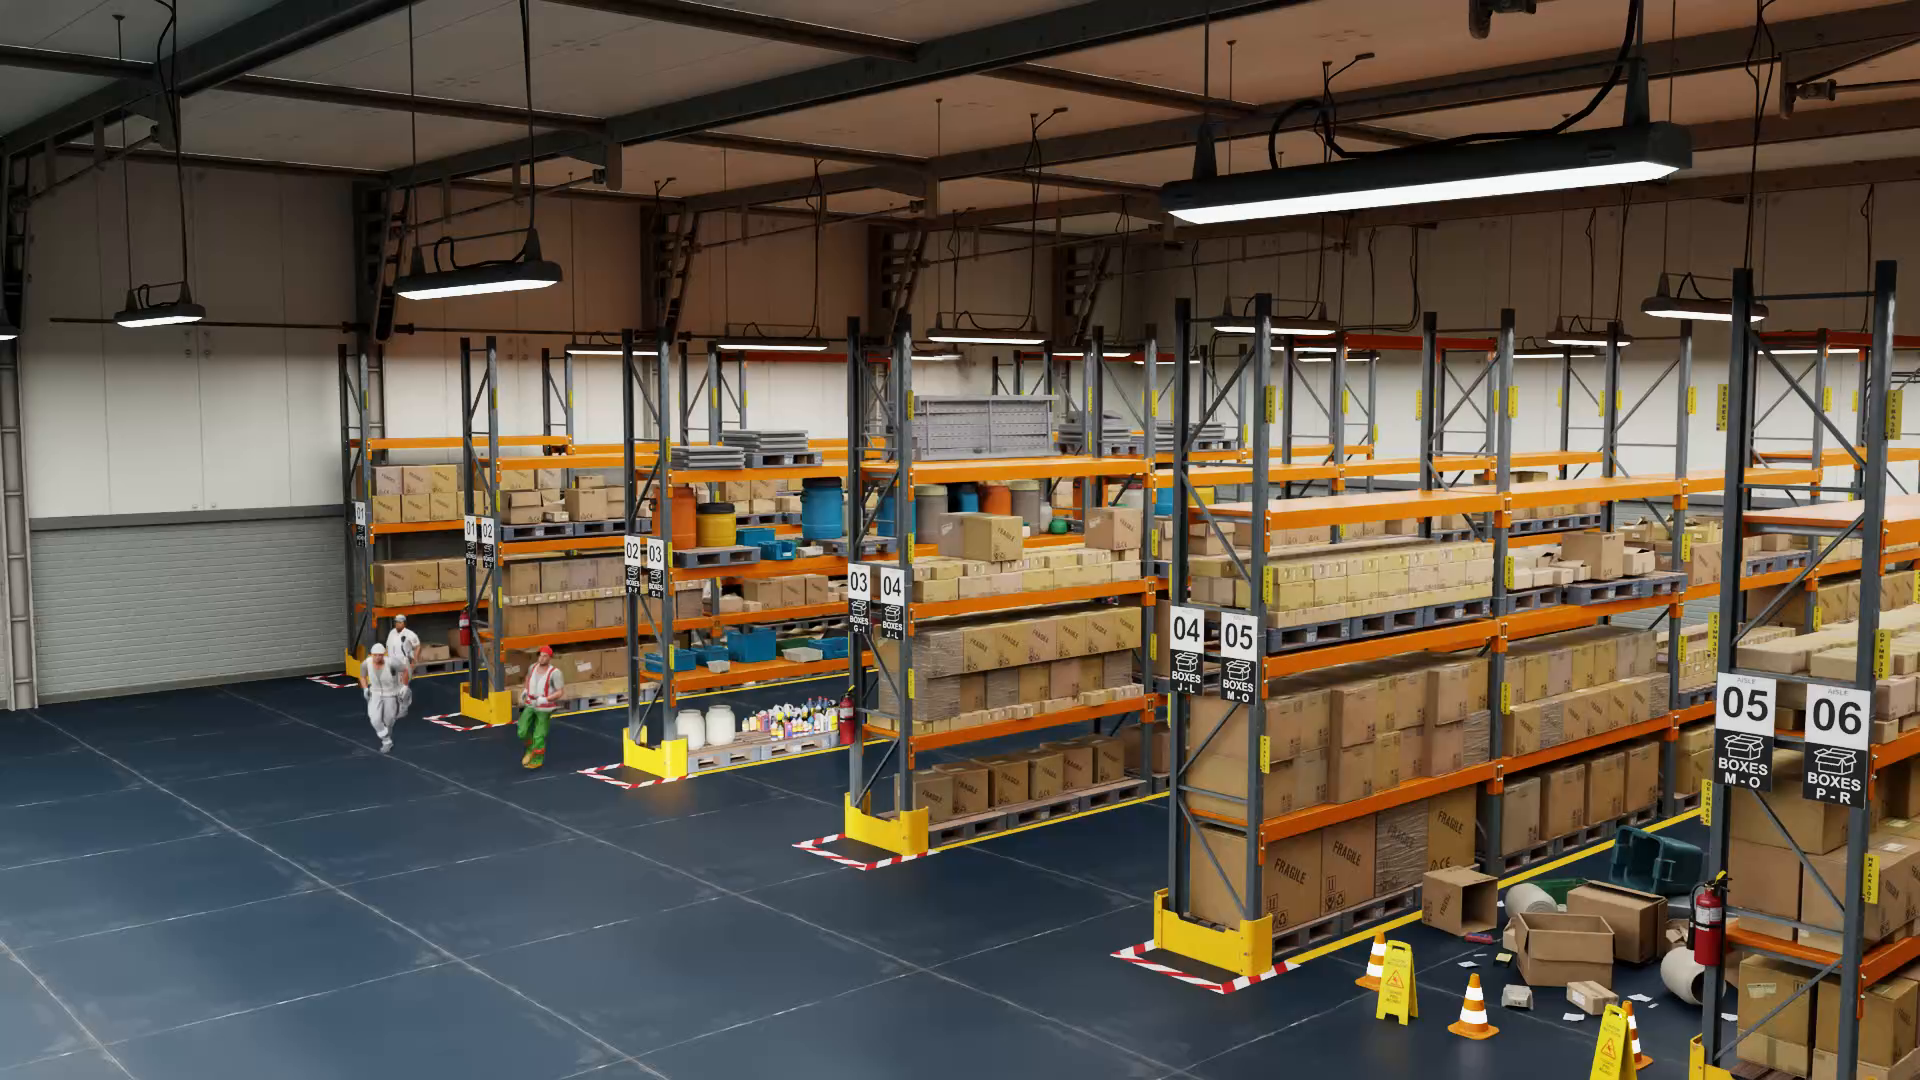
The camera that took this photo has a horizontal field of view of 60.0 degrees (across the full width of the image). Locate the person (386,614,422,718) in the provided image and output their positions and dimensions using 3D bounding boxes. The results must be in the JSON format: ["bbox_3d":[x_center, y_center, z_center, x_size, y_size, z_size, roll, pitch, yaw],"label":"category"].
[{"bbox_3d":[-8.893,1.997,26.509,0.638,1.640,0.532,2,5,19],"label":"person"}]

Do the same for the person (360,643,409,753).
[{"bbox_3d":[-8.246,2.236,23.884,0.668,1.621,0.960,-1,5,-8],"label":"person"}]

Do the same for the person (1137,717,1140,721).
[{"bbox_3d":[2.879,2.068,26.111,0.547,1.565,0.541,4,6,36],"label":"person"}]

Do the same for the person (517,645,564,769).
[{"bbox_3d":[-5.667,2.281,22.516,0.669,1.722,0.581,1,5,13],"label":"person"}]

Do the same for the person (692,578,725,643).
[{"bbox_3d":[-4.811,1.446,31.897,0.684,1.727,0.922,5,7,43],"label":"person"}]
